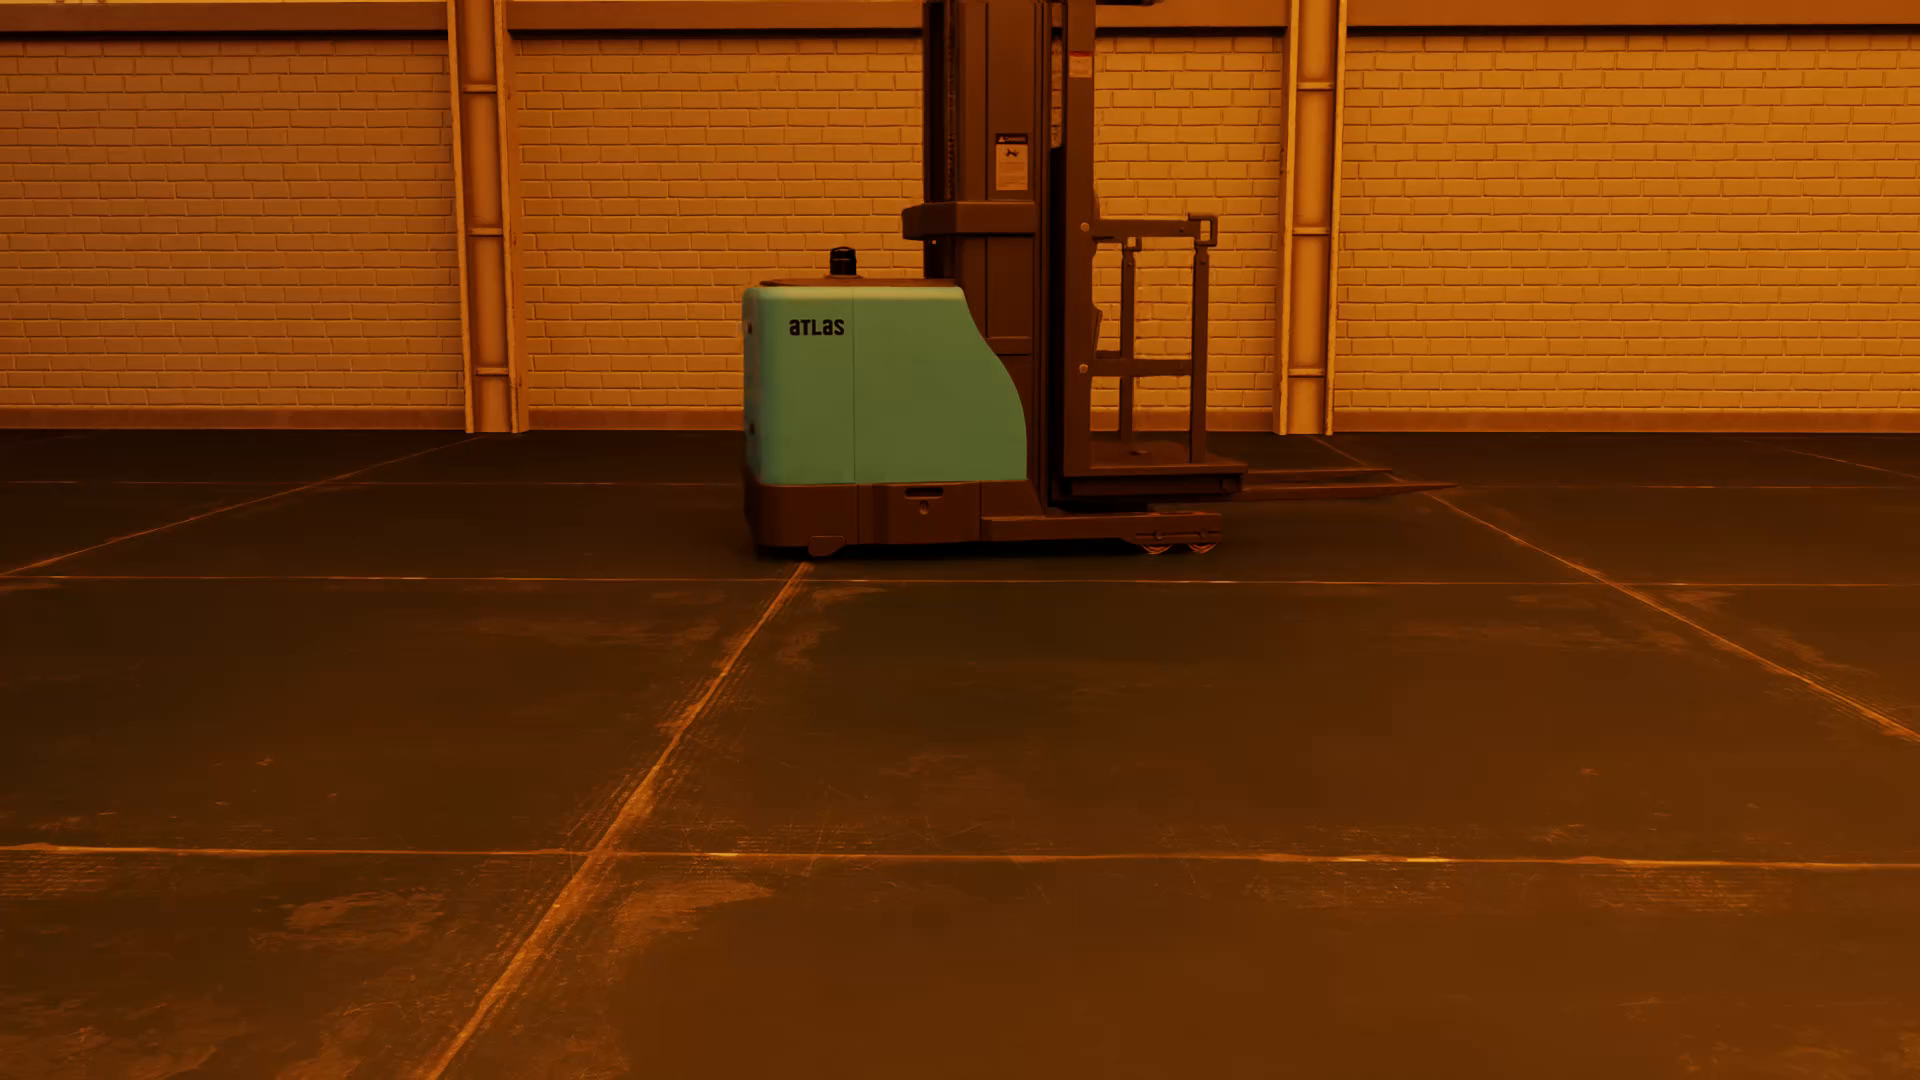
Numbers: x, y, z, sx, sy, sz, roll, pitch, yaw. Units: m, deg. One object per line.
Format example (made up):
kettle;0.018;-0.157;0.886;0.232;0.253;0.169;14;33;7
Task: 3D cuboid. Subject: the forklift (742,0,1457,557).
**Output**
forklift;0.609;-1.471;7.048;3.031;2.935;1.130;-2;9;-11
